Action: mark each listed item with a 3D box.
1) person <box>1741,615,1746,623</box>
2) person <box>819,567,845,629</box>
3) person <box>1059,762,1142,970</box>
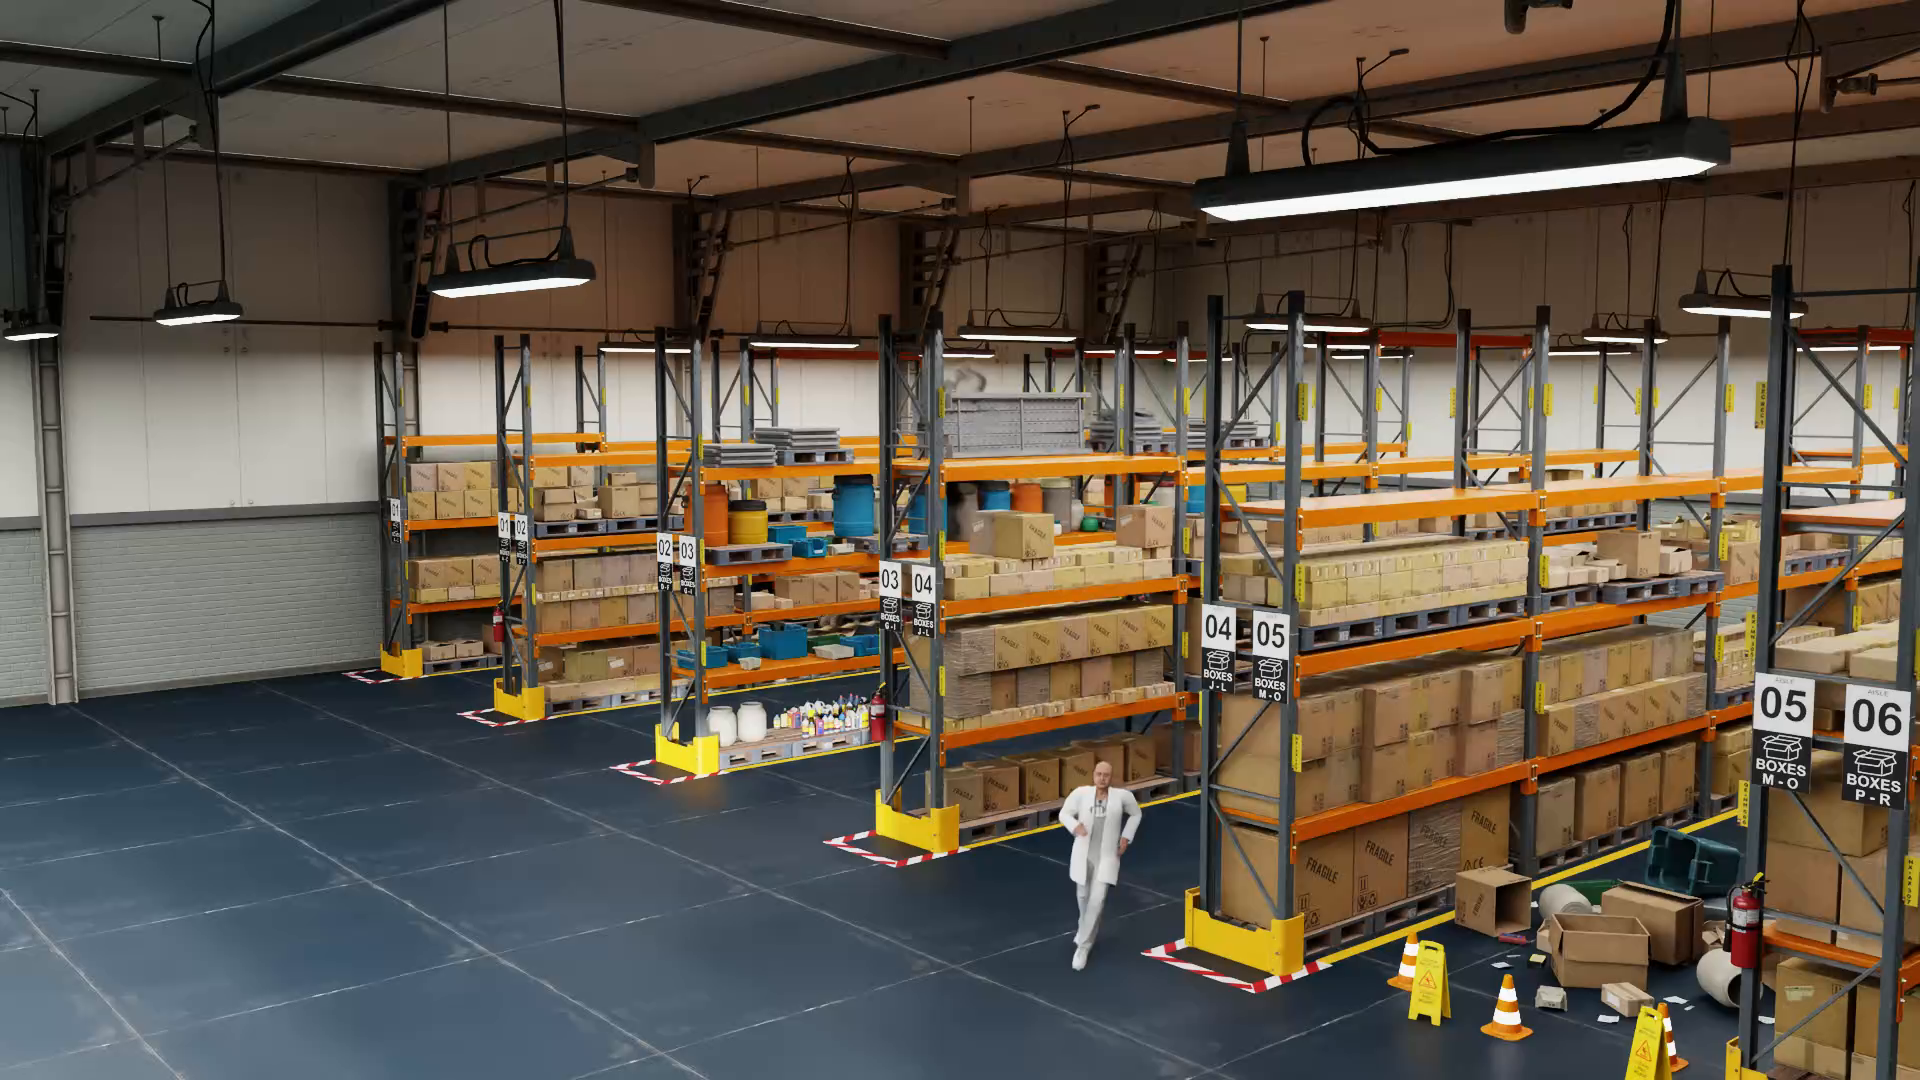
[{"bbox_3d":[12.000,1.986,25.243,0.754,1.730,0.683,-4,7,-40],"label":"person"},{"bbox_3d":[-2.455,1.373,32.366,0.563,1.697,0.710,-4,6,-36],"label":"person"},{"bbox_3d":[1.260,2.899,15.112,0.723,1.817,0.870,2,5,16],"label":"person"}]
